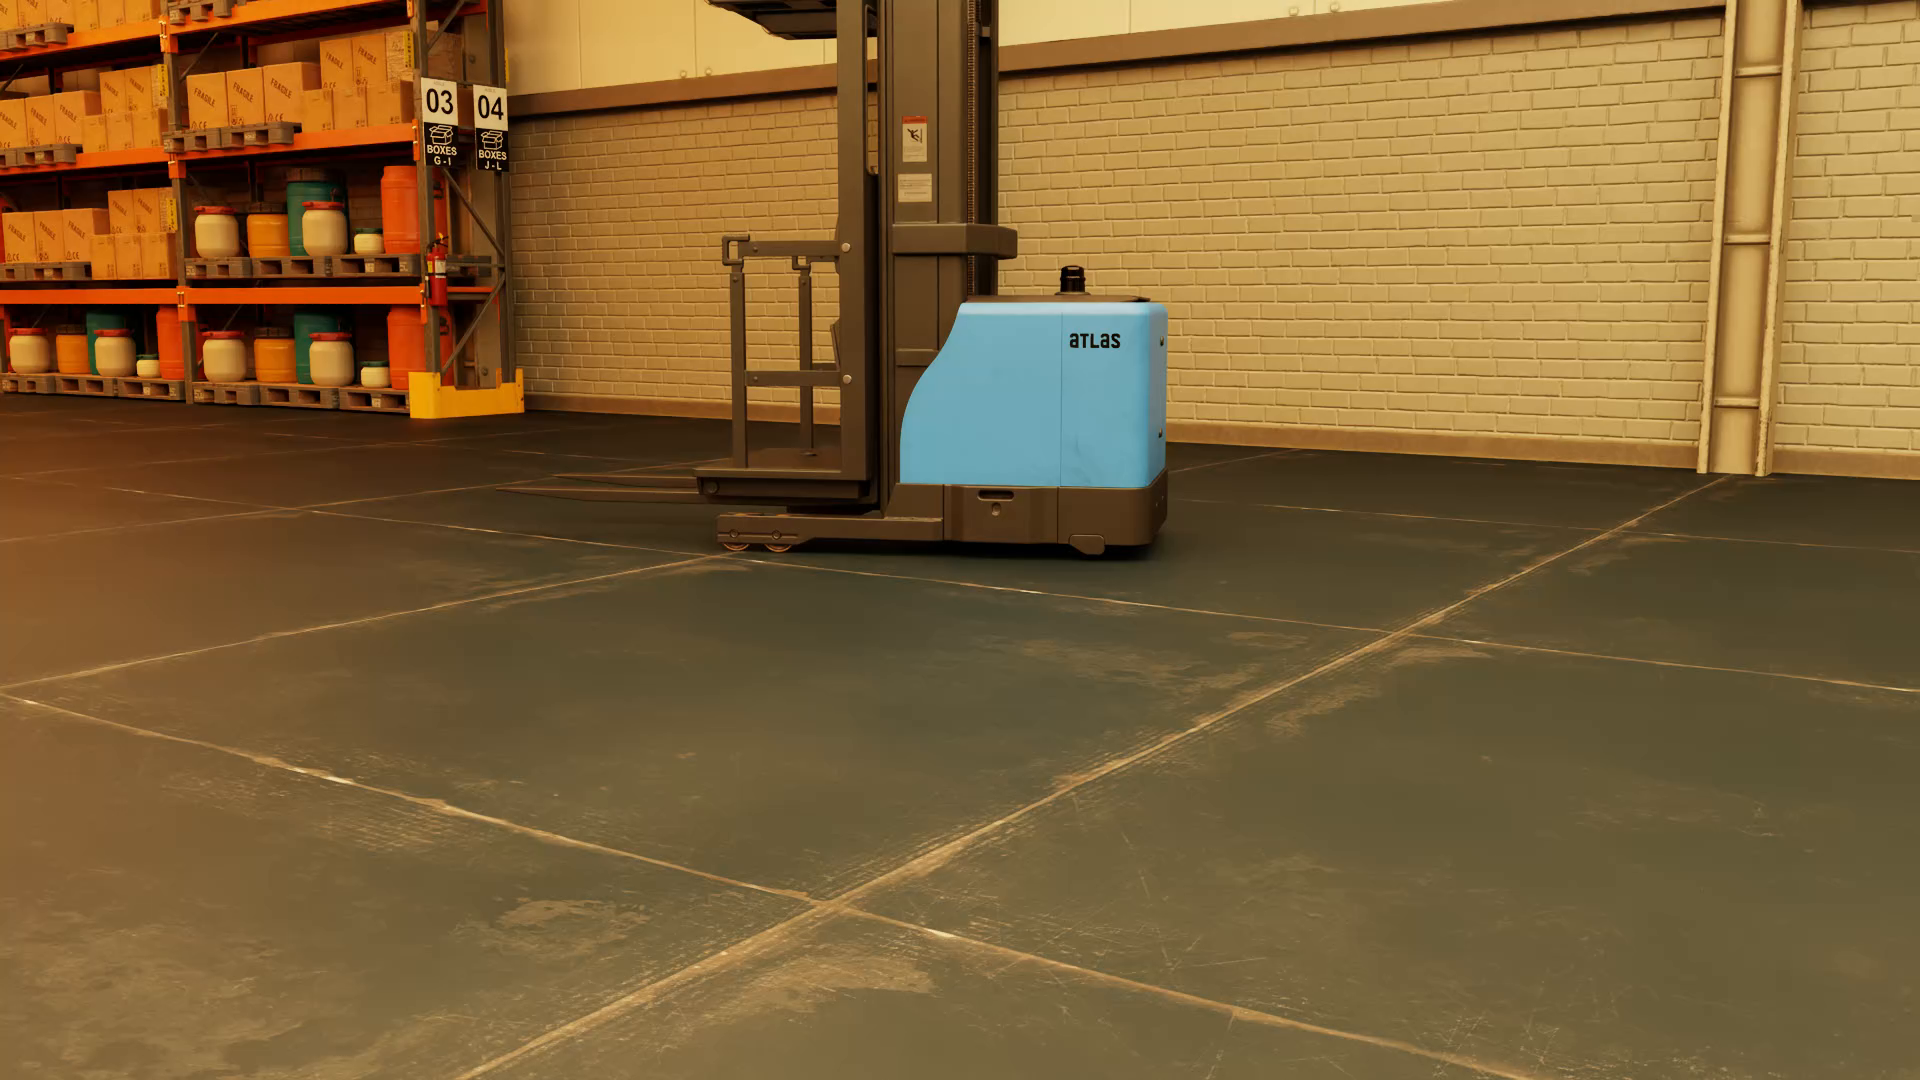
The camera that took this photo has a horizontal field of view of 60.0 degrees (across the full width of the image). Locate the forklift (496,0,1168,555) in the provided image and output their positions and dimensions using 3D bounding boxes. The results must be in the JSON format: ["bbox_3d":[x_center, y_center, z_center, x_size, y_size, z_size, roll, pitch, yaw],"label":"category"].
[{"bbox_3d":[-0.596,-1.469,7.520,3.031,2.935,1.130,2,8,12],"label":"forklift"}]
